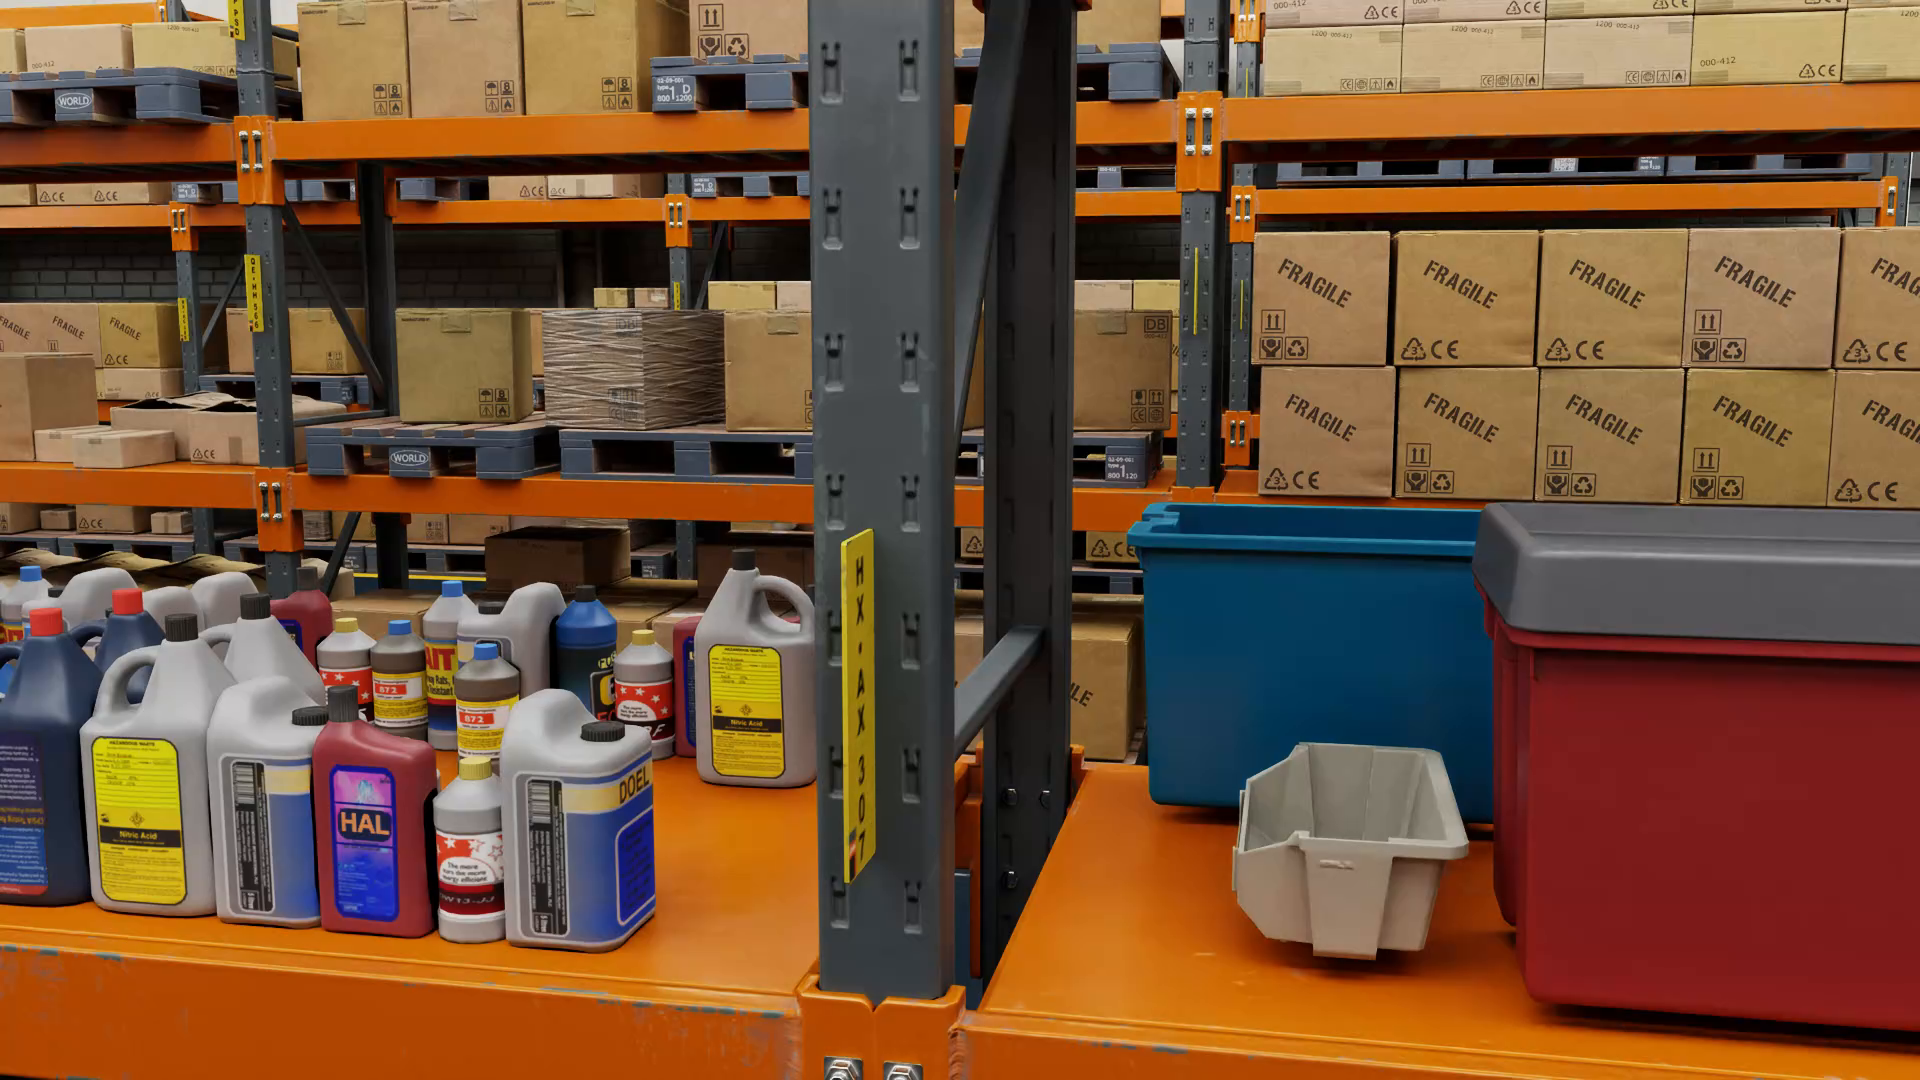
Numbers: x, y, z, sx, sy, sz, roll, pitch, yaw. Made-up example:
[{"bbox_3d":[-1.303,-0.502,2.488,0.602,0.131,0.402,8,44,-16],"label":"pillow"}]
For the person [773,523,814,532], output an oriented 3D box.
[{"bbox_3d":[-0.589,0.297,8.894,0.894,1.001,0.586,1,8,10],"label":"person"}]
